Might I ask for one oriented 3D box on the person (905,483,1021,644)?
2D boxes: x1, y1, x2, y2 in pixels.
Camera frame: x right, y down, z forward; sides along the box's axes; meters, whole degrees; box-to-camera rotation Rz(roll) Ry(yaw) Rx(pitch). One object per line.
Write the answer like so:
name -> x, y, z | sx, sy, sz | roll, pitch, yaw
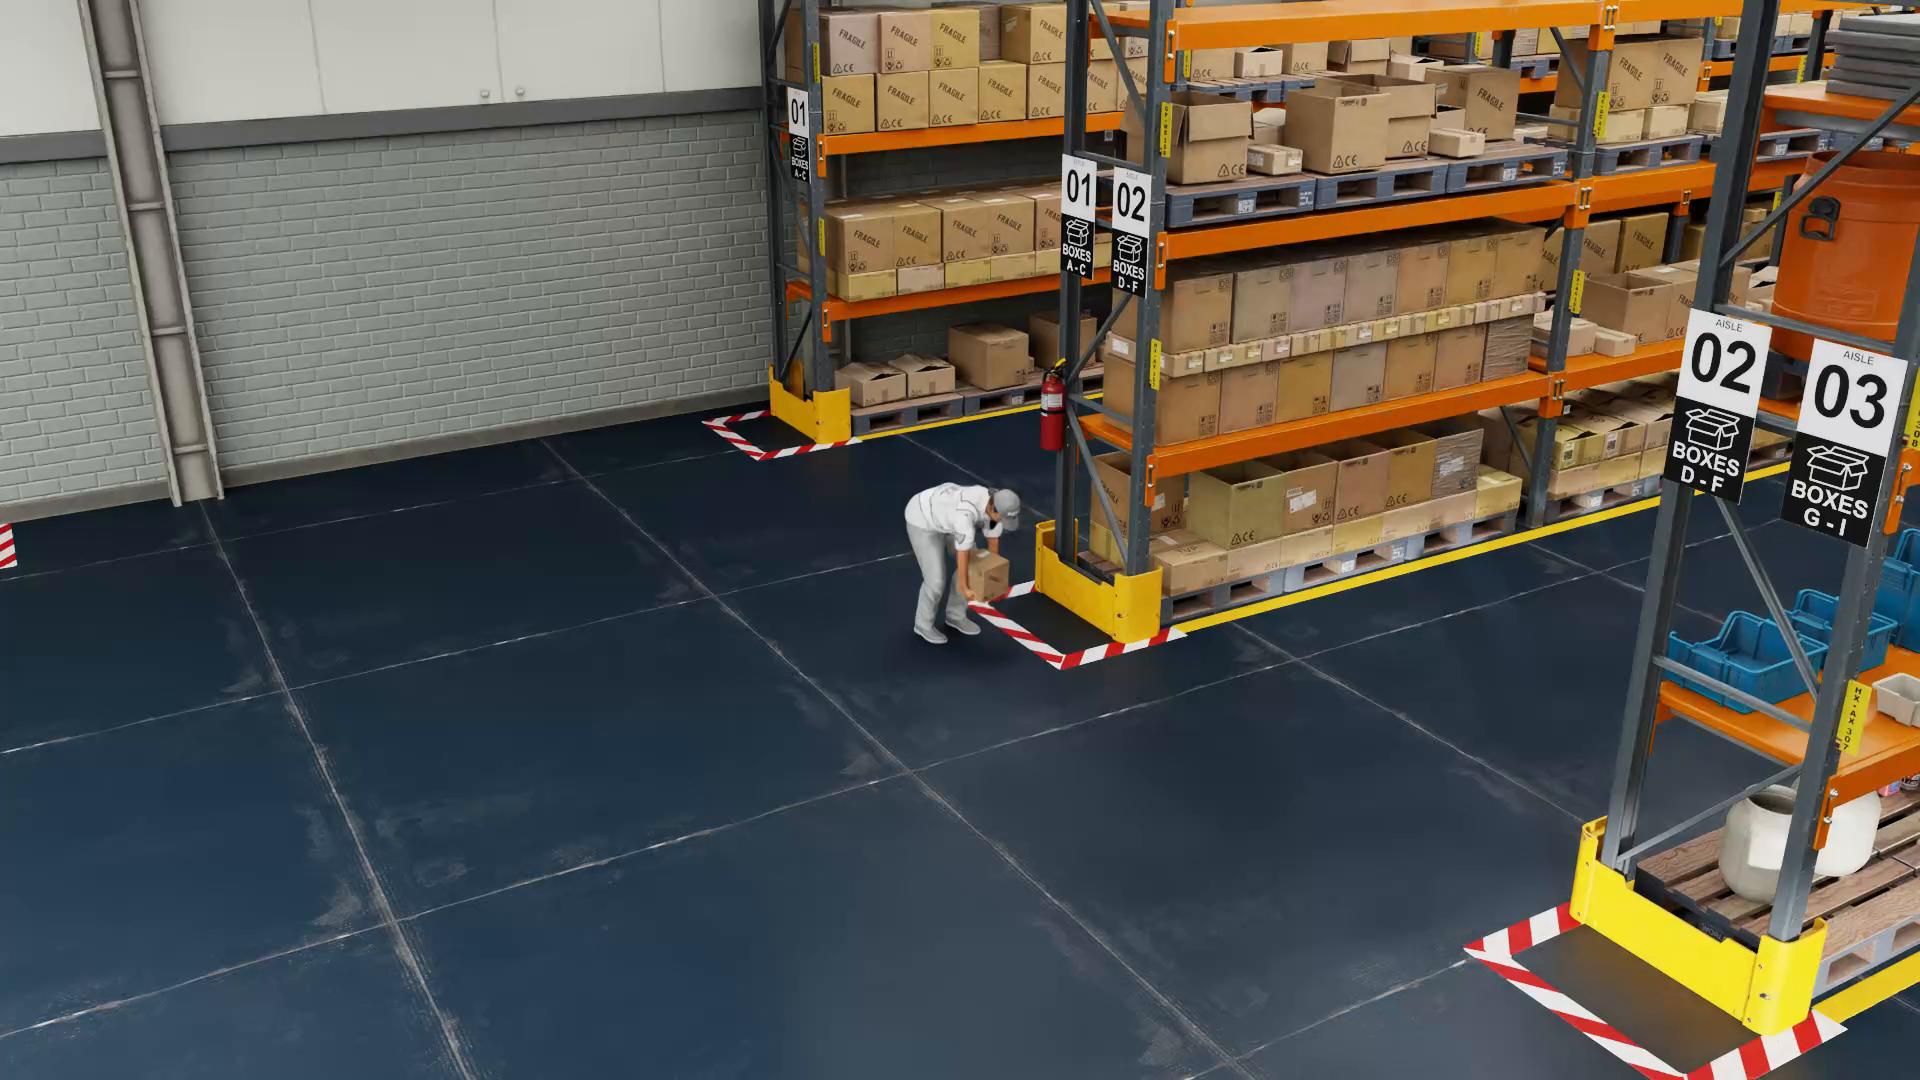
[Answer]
person -> 0.038, 0.142, 11.360 | 0.921, 1.204, 0.465 | 20, 29, 40
